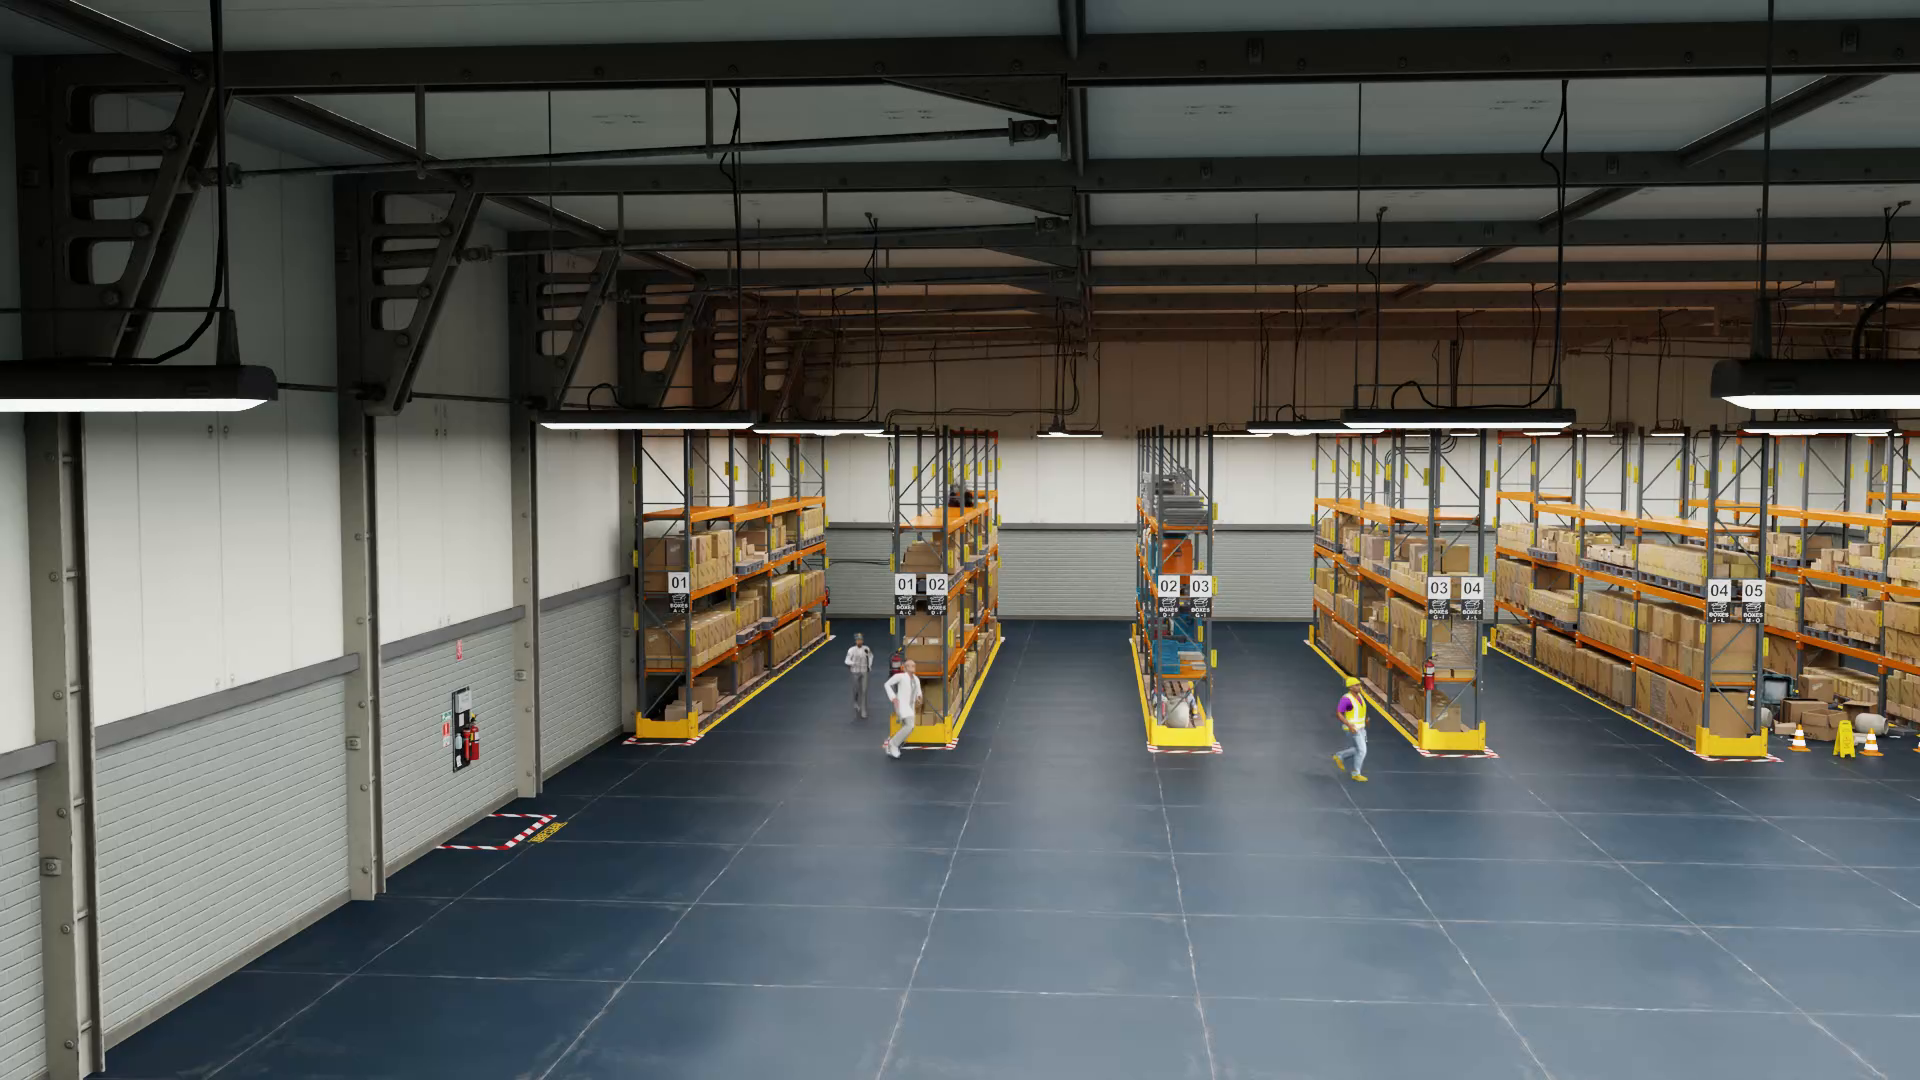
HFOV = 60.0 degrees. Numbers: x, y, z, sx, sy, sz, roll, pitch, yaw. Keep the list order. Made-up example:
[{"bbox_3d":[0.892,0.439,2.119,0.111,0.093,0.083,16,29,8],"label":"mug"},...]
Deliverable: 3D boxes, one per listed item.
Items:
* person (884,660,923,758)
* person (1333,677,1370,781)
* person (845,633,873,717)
[{"bbox_3d":[-0.969,3.039,30.092,0.661,1.712,0.721,2,4,35],"label":"person"},{"bbox_3d":[6.610,3.175,28.094,0.649,1.742,0.693,3,4,38],"label":"person"},{"bbox_3d":[-2.085,2.776,34.562,0.612,1.701,0.920,-1,3,-10],"label":"person"}]
